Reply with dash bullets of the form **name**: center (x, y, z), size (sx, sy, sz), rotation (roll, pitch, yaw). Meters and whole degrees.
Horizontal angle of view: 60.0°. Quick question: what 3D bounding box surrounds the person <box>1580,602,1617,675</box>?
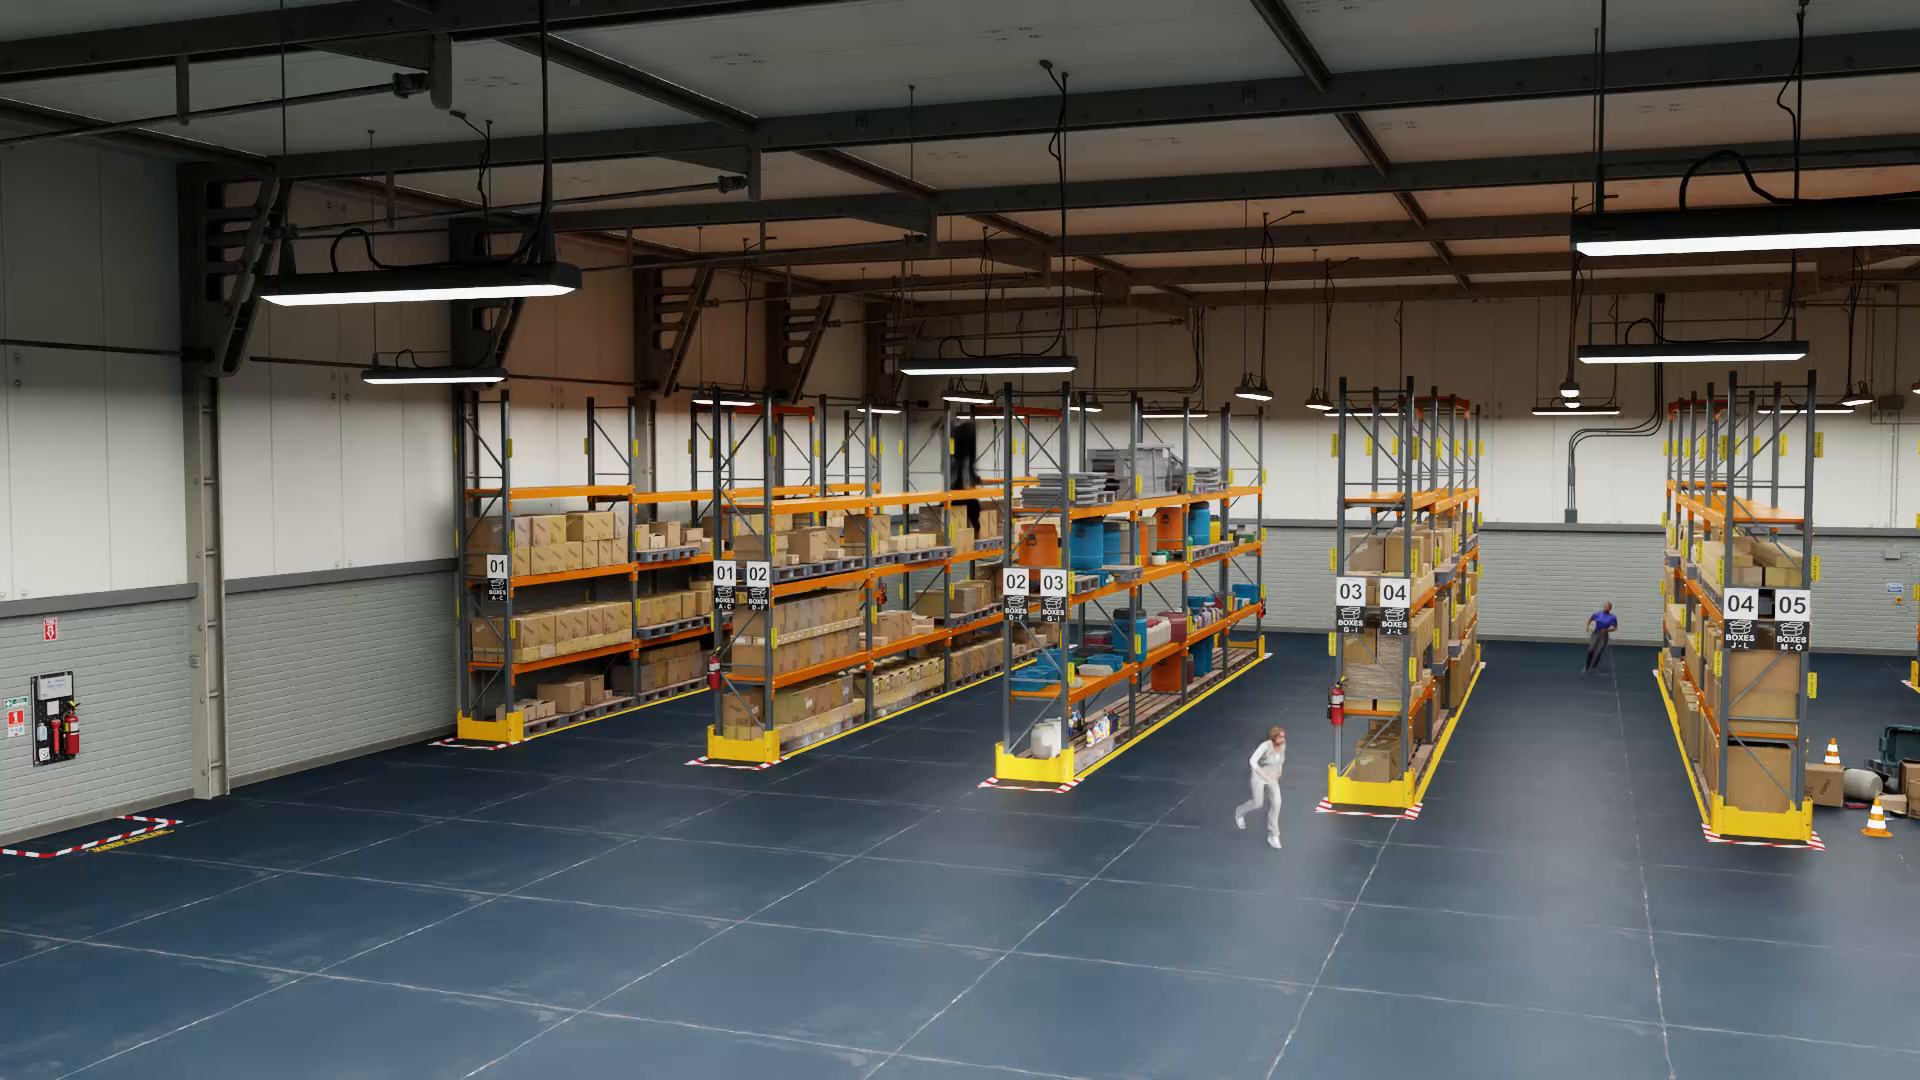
- **person**: center (14.168, 2.189, 36.855), size (0.745, 1.659, 0.661), rotation (1, 3, 23)

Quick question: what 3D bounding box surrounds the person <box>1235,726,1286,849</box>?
- **person**: center (3.827, 3.090, 21.190), size (0.569, 1.547, 0.912), rotation (-2, 4, -33)
